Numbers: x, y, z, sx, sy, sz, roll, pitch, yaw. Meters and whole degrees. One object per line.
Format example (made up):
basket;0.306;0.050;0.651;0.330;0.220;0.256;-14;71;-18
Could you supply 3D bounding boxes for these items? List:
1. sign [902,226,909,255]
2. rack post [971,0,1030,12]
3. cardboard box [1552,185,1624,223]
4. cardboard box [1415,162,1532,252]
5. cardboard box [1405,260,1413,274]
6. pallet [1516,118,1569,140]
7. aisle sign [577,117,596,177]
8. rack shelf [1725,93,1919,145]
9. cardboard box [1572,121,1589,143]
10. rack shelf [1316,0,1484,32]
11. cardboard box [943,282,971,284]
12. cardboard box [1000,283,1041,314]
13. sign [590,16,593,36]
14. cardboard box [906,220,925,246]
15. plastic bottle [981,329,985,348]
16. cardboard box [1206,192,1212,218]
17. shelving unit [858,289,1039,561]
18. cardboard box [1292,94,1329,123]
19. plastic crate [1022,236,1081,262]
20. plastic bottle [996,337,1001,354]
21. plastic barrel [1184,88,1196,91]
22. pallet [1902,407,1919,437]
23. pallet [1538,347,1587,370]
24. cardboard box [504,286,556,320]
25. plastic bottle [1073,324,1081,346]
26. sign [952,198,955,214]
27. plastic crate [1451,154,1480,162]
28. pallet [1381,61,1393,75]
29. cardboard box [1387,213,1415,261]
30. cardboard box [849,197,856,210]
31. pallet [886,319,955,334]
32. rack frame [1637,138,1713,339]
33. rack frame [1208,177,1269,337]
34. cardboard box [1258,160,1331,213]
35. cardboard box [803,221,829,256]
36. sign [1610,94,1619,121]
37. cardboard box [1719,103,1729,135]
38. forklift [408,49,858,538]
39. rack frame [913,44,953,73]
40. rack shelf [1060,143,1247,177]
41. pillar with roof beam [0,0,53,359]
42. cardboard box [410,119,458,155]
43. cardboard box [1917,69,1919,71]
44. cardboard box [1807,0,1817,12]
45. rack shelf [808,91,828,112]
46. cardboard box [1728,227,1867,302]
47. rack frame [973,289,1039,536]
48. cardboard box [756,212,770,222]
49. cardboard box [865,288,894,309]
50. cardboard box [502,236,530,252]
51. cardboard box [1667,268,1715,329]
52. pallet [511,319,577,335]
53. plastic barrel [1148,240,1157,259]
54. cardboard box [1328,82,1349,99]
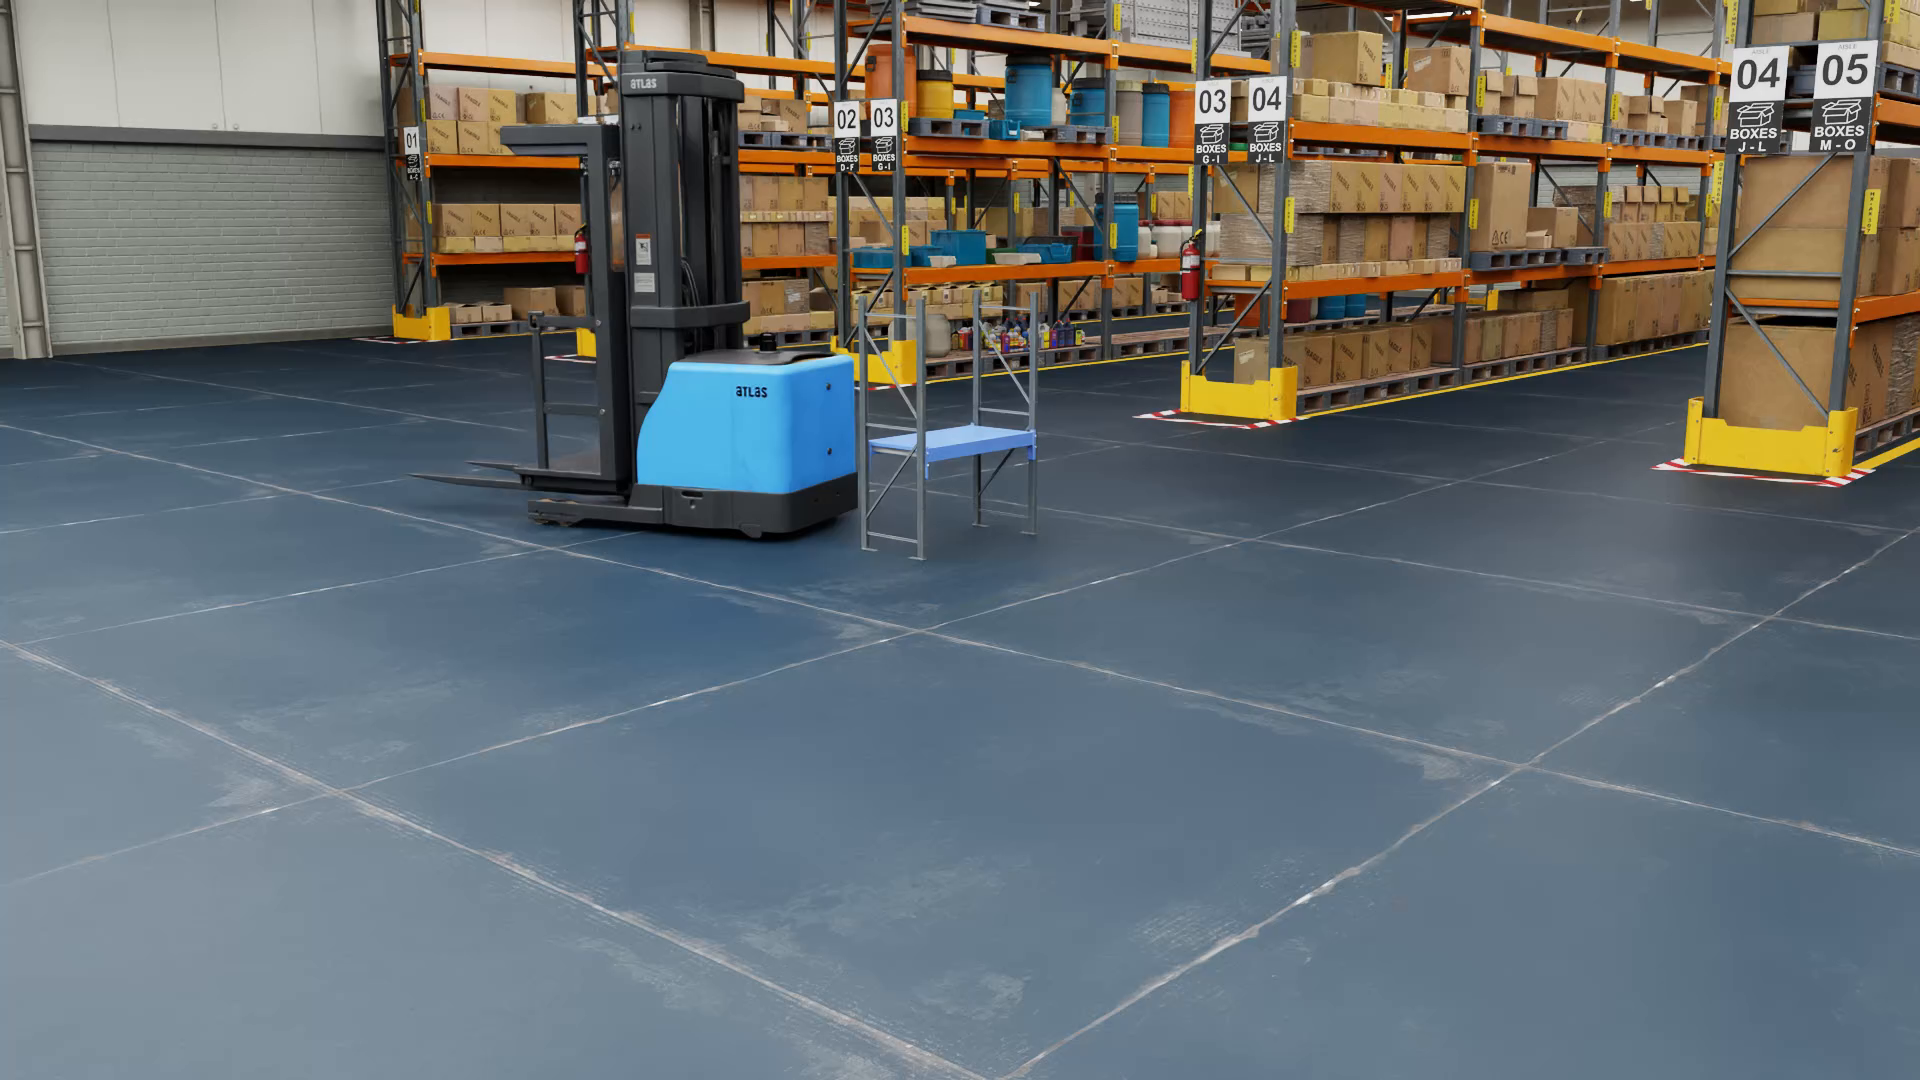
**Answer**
sign;-0.622;-3.406;18.901;0.100;0.325;0.005;10;15;40
rack post;0.223;-6.536;20.155;0.937;0.300;0.954;9;15;39
cardboard box;8.464;-4.526;22.394;0.797;0.503;0.637;10;15;42
cardboard box;5.958;-3.889;19.423;1.000;1.000;1.000;10;15;41
cardboard box;4.680;-2.962;18.025;0.380;0.149;0.250;10;15;40
pallet;6.499;-4.899;19.904;1.213;0.211;1.003;10;15;40
aisle sign;-5.015;-5.287;22.384;0.394;0.787;0.004;10;15;40
rack shelf;7.668;-3.458;14.046;1.077;0.370;4.000;10;15;40
cardboard box;7.522;-5.100;20.812;0.500;0.250;0.500;10;15;40
rack shelf;4.009;-5.584;17.038;1.077;0.370;4.000;10;15;40
cardboard box;-0.036;-4.254;28.367;0.500;0.311;0.500;10;15;42
cardboard box;1.045;-4.180;28.742;0.500;0.500;0.500;11;15;43
sign;-6.254;-8.760;28.307;0.100;0.325;0.005;10;15;40
cardboard box;-0.913;-4.883;26.746;0.500;0.500;0.500;10;15;40
plastic bottle;0.236;-2.665;21.535;0.144;0.351;0.185;11;15;43
cardboard box;4.713;-6.549;32.533;0.500;0.500;0.500;10;15;42
shelving unit;-0.056;-0.723;10.001;0.538;1.500;1.048;10;15;40
cardboard box;3.200;-4.137;15.990;0.500;0.250;0.500;10;15;42
plastic crate;1.167;-3.840;21.937;0.767;0.338;0.504;10;15;40
plastic bottle;0.467;-2.428;20.729;0.097;0.201;0.097;0;11;0
plastic barrel;3.544;-6.143;24.373;0.600;0.901;0.600;0;11;0
pallet;8.427;-1.165;15.506;1.003;0.211;1.213;10;15;40
pallet;7.452;-2.397;21.673;1.003;0.211;1.213;10;15;40
cardboard box;-7.052;-3.889;27.282;0.700;0.500;0.500;9;14;37
plastic bottle;1.538;-2.701;21.889;0.061;0.283;0.133;11;16;43
sign;-0.139;-6.849;34.090;0.100;0.325;0.005;10;15;40
plastic crate;9.093;-6.881;29.889;0.450;0.188;0.336;10;15;40
pallet;6.366;-7.635;26.968;1.003;0.211;1.213;10;15;40
cardboard box;4.374;-3.272;17.918;0.875;0.500;0.500;10;15;40
cardboard box;-2.346;-6.485;32.043;0.500;0.250;0.500;9;15;40
pallet;-0.848;-3.498;27.187;1.003;0.211;1.213;10;15;40
rack frame;10.610;-4.468;24.921;1.000;3.000;0.127;10;15;40
rack frame;4.249;-4.519;25.180;1.000;3.000;0.127;10;15;40
cardboard box;3.256;-3.433;16.173;0.500;0.500;0.500;10;15;40
cardboard box;-2.398;-4.555;25.102;0.700;0.500;0.500;9;15;39
sign;8.375;-5.533;21.277;0.100;0.325;0.005;10;15;40
cardboard box;11.439;-6.444;25.575;0.700;0.500;0.500;11;16;43
forklift;-2.235;-1.612;10.797;3.031;2.935;1.130;5;12;22
rack frame;-0.553;-9.331;33.952;1.000;3.000;0.127;10;15;40
rack shelf;2.928;-5.343;23.484;1.077;0.370;4.000;10;15;40
pillar with roof beam;-9.389;-6.341;18.982;9.100;9.000;0.400;10;15;40
cardboard box;-8.066;-6.170;25.480;0.500;0.500;0.500;10;15;42
cardboard box;7.481;-3.806;13.265;0.380;0.149;0.250;10;15;41
cardboard box;6.481;-4.170;13.049;0.380;0.149;0.250;10;15;41
rack shelf;-1.873;-8.488;32.589;1.077;0.370;4.000;10;15;40
cardboard box;6.558;-2.180;13.084;0.875;0.550;0.550;10;15;40
rack frame;0.279;-0.798;10.376;0.500;1.500;0.032;10;15;40
cardboard box;-2.968;-4.685;24.096;0.380;0.149;0.250;10;15;42
cardboard box;-1.316;-3.806;26.125;0.500;0.311;0.500;10;15;40
cardboard box;-7.241;-4.743;26.630;0.500;0.250;0.500;9;15;39
cardboard box;11.105;-3.718;25.522;0.875;0.875;0.875;10;15;40
pallet;-7.056;-3.561;27.500;1.003;0.211;1.213;10;15;40
plastic barrel;2.597;-4.038;23.123;0.301;0.262;0.301;0;11;0
cardboard box;3.595;-4.415;16.365;0.380;0.149;0.250;11;15;43
